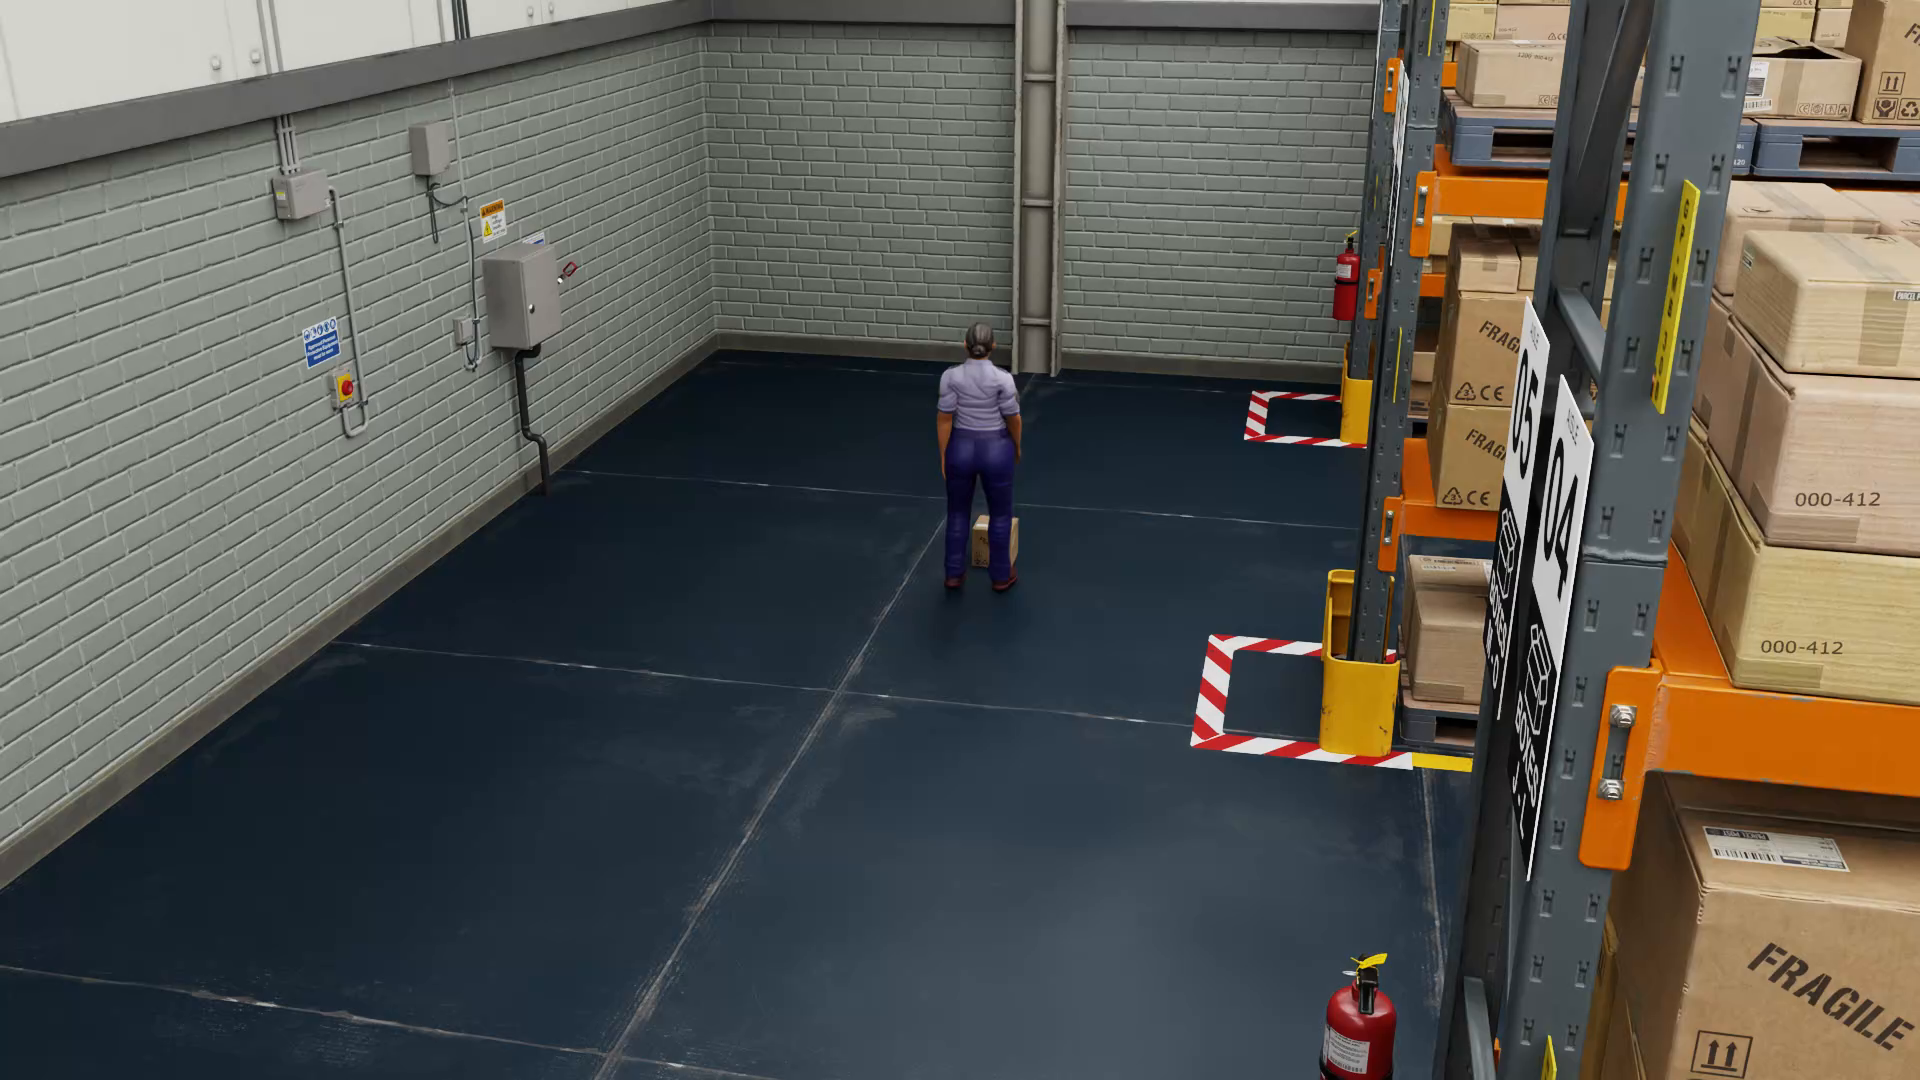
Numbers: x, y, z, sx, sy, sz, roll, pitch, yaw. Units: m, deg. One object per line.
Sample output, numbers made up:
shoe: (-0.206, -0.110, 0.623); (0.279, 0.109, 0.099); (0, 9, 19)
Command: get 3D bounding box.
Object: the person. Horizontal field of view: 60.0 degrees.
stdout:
person: (0.123, -0.485, 9.809); (0.487, 1.668, 0.423); (5, 22, 12)
